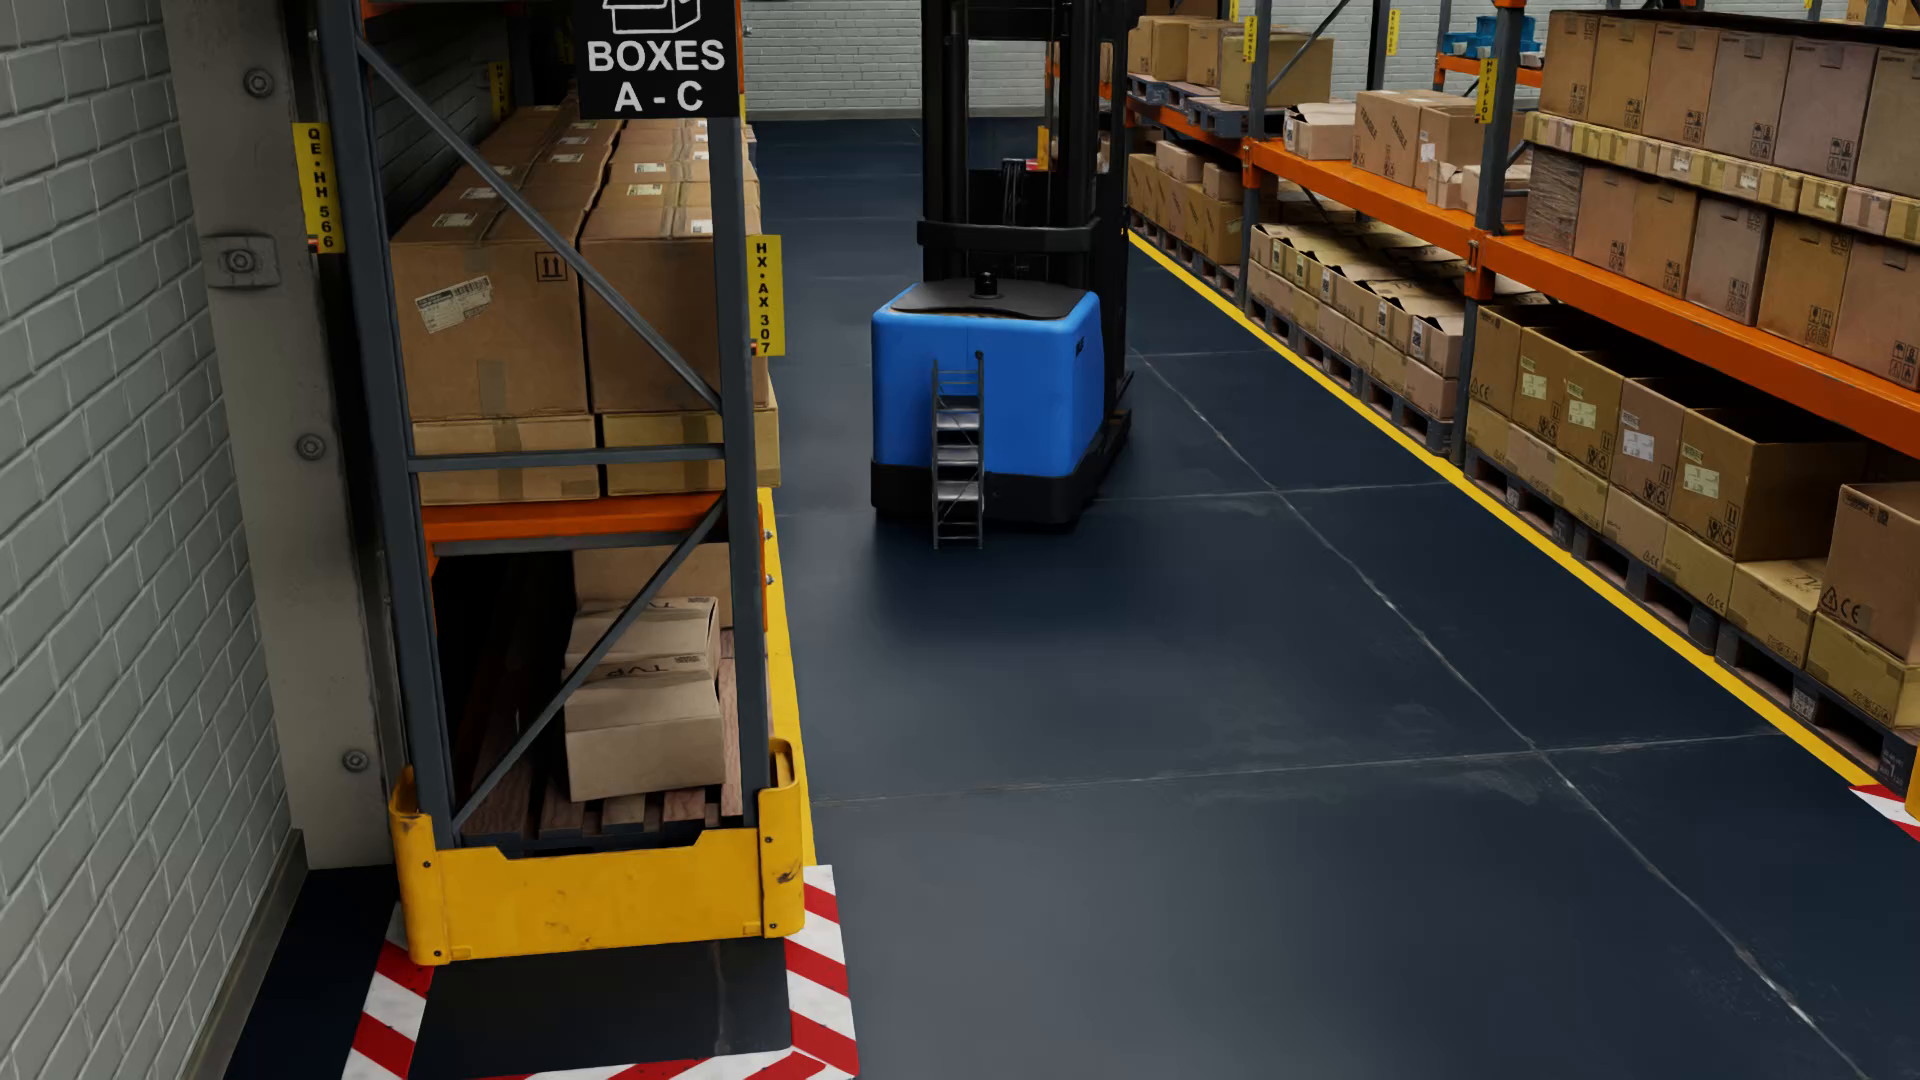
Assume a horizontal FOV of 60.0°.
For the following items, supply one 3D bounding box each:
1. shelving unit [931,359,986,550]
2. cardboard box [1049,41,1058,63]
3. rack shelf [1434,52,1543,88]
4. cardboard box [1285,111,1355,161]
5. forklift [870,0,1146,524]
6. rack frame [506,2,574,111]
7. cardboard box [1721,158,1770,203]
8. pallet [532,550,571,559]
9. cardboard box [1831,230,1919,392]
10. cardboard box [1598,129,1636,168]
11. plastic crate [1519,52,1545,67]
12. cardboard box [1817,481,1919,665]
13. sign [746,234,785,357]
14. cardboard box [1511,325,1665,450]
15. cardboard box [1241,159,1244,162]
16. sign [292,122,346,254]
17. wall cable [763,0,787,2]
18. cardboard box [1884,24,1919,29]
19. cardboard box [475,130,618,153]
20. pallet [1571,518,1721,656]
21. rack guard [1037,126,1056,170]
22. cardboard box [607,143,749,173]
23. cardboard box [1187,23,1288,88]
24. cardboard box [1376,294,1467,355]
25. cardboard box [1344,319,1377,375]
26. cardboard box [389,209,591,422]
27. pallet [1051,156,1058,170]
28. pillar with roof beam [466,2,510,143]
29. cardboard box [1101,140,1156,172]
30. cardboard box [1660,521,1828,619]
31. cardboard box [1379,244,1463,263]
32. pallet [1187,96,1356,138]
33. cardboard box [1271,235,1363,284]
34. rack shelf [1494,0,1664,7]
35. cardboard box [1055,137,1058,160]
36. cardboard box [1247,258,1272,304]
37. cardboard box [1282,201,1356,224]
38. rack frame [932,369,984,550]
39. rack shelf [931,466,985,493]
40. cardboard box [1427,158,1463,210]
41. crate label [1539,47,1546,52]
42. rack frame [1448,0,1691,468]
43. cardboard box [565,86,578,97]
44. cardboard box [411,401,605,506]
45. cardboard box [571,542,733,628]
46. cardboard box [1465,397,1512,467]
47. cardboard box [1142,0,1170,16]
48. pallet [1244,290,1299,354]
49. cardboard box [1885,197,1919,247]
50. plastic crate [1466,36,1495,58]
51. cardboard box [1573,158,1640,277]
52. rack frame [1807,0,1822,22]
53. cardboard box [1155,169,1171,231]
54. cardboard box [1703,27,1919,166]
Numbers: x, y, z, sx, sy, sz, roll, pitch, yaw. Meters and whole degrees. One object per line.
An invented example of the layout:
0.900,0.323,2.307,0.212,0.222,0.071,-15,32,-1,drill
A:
-0.009,-0.412,8.032,0.258,0.900,0.210,0,20,0,shelving unit
1.340,-5.888,19.550,0.500,0.500,0.500,-2,21,-7,cardboard box
6.727,-5.227,18.951,1.077,0.370,4.000,-3,21,-8,rack shelf
2.627,-2.877,11.758,0.500,0.311,0.500,-3,21,-8,cardboard box
0.396,-1.936,9.211,1.130,2.935,3.031,5,21,13,forklift
-1.635,-1.602,8.217,1.000,3.000,0.127,-3,21,-8,rack frame
3.374,-1.478,6.817,0.380,0.149,0.250,-3,21,-8,cardboard box
-1.503,-0.065,8.088,1.003,0.211,1.213,-3,21,-8,pallet
3.708,-0.859,6.085,0.700,0.500,0.500,-2,21,-6,cardboard box
3.228,-1.834,7.769,0.380,0.149,0.250,-3,21,-8,cardboard box
6.467,-5.364,18.581,0.293,0.136,0.466,-3,21,-8,plastic crate
3.471,0.101,5.915,0.500,0.500,0.500,-3,21,-8,cardboard box
-0.521,-0.650,4.431,0.100,0.325,0.005,-3,21,-8,sign
3.103,-0.764,8.232,0.500,0.500,0.500,-3,21,-8,cardboard box
2.531,-3.330,15.788,0.500,0.500,0.500,-3,21,-8,cardboard box
-1.610,-0.886,4.195,0.100,0.325,0.005,-3,21,-8,sign
-3.826,-9.089,24.127,3.097,2.526,0.112,-3,21,-8,wall cable
11.293,-6.041,19.894,0.500,0.250,0.500,-4,21,-10,cardboard box
-1.637,-1.367,6.702,0.500,0.500,0.500,-2,21,-6,cardboard box
3.519,0.154,7.501,1.003,0.211,1.213,-3,21,-8,pallet
1.548,-4.810,20.381,1.175,0.500,0.348,-3,21,-8,rack guard
-1.045,-1.217,6.300,0.500,0.500,0.500,-2,21,-6,cardboard box
2.429,-4.258,14.586,0.700,0.500,0.500,-8,22,-21,cardboard box
2.843,-1.330,10.018,0.500,0.311,0.500,-2,21,-6,cardboard box
2.775,-1.243,10.586,0.500,0.250,0.500,-2,21,-7,cardboard box
-1.337,-0.660,4.809,0.500,0.500,0.500,-3,21,-8,cardboard box
1.664,-4.399,19.693,1.003,0.211,1.213,-3,21,-8,pallet
1.380,-5.520,10.135,9.100,9.000,0.400,-3,21,-8,pillar with roof beam
1.751,-3.841,17.156,0.500,0.500,0.500,-3,21,-8,cardboard box
3.316,0.107,6.972,0.500,0.250,0.500,-3,21,-8,cardboard box
3.161,-1.886,11.506,0.500,0.311,0.500,-3,21,-8,cardboard box
2.523,-3.379,13.250,1.213,0.211,1.003,-3,21,-8,pallet
2.559,-2.032,11.896,0.500,0.311,0.500,-3,21,-9,cardboard box
2.978,-3.613,10.345,1.077,0.370,4.000,-3,21,-8,rack shelf
1.407,-4.550,19.412,0.500,0.250,0.500,-3,21,-8,cardboard box
2.475,-1.950,12.480,0.500,0.250,0.500,-3,21,-8,cardboard box
2.907,-2.445,13.419,0.500,0.500,0.500,-2,21,-5,cardboard box
-0.009,-0.376,7.937,0.240,0.900,0.006,0,20,0,rack frame
-0.009,-0.296,8.075,0.258,0.077,0.200,0,20,0,rack shelf
2.958,-2.085,9.704,0.396,0.266,0.258,-3,21,-9,cardboard box
6.827,-5.691,19.458,0.396,0.136,0.243,-3,21,-8,crate label
3.267,-1.853,8.890,1.000,3.000,0.127,-3,21,-8,rack frame
-1.748,-2.226,9.118,0.700,0.500,0.500,-1,20,-2,cardboard box
-1.317,-0.308,4.939,0.500,0.250,0.500,-3,21,-7,cardboard box
-1.207,0.050,6.739,0.700,0.500,0.500,-4,21,-11,cardboard box
3.033,-0.586,8.827,0.500,0.250,0.500,-3,21,-8,cardboard box
1.784,-5.300,16.547,0.500,0.500,0.500,-3,21,-7,cardboard box
2.770,-1.644,12.317,1.003,0.211,1.213,-3,21,-8,pallet
3.523,-1.120,5.859,0.380,0.149,0.250,-3,21,-9,cardboard box
6.244,-5.876,19.815,0.416,0.233,0.300,-3,21,-8,plastic crate
3.419,-1.564,7.974,0.700,0.500,0.500,-3,21,-8,cardboard box
11.340,-6.506,21.348,1.000,3.000,0.127,-3,21,-8,rack frame
2.094,-3.121,15.228,0.500,0.500,0.500,-3,21,-7,cardboard box
3.554,-1.833,6.839,0.700,0.500,0.500,-3,21,-8,cardboard box
